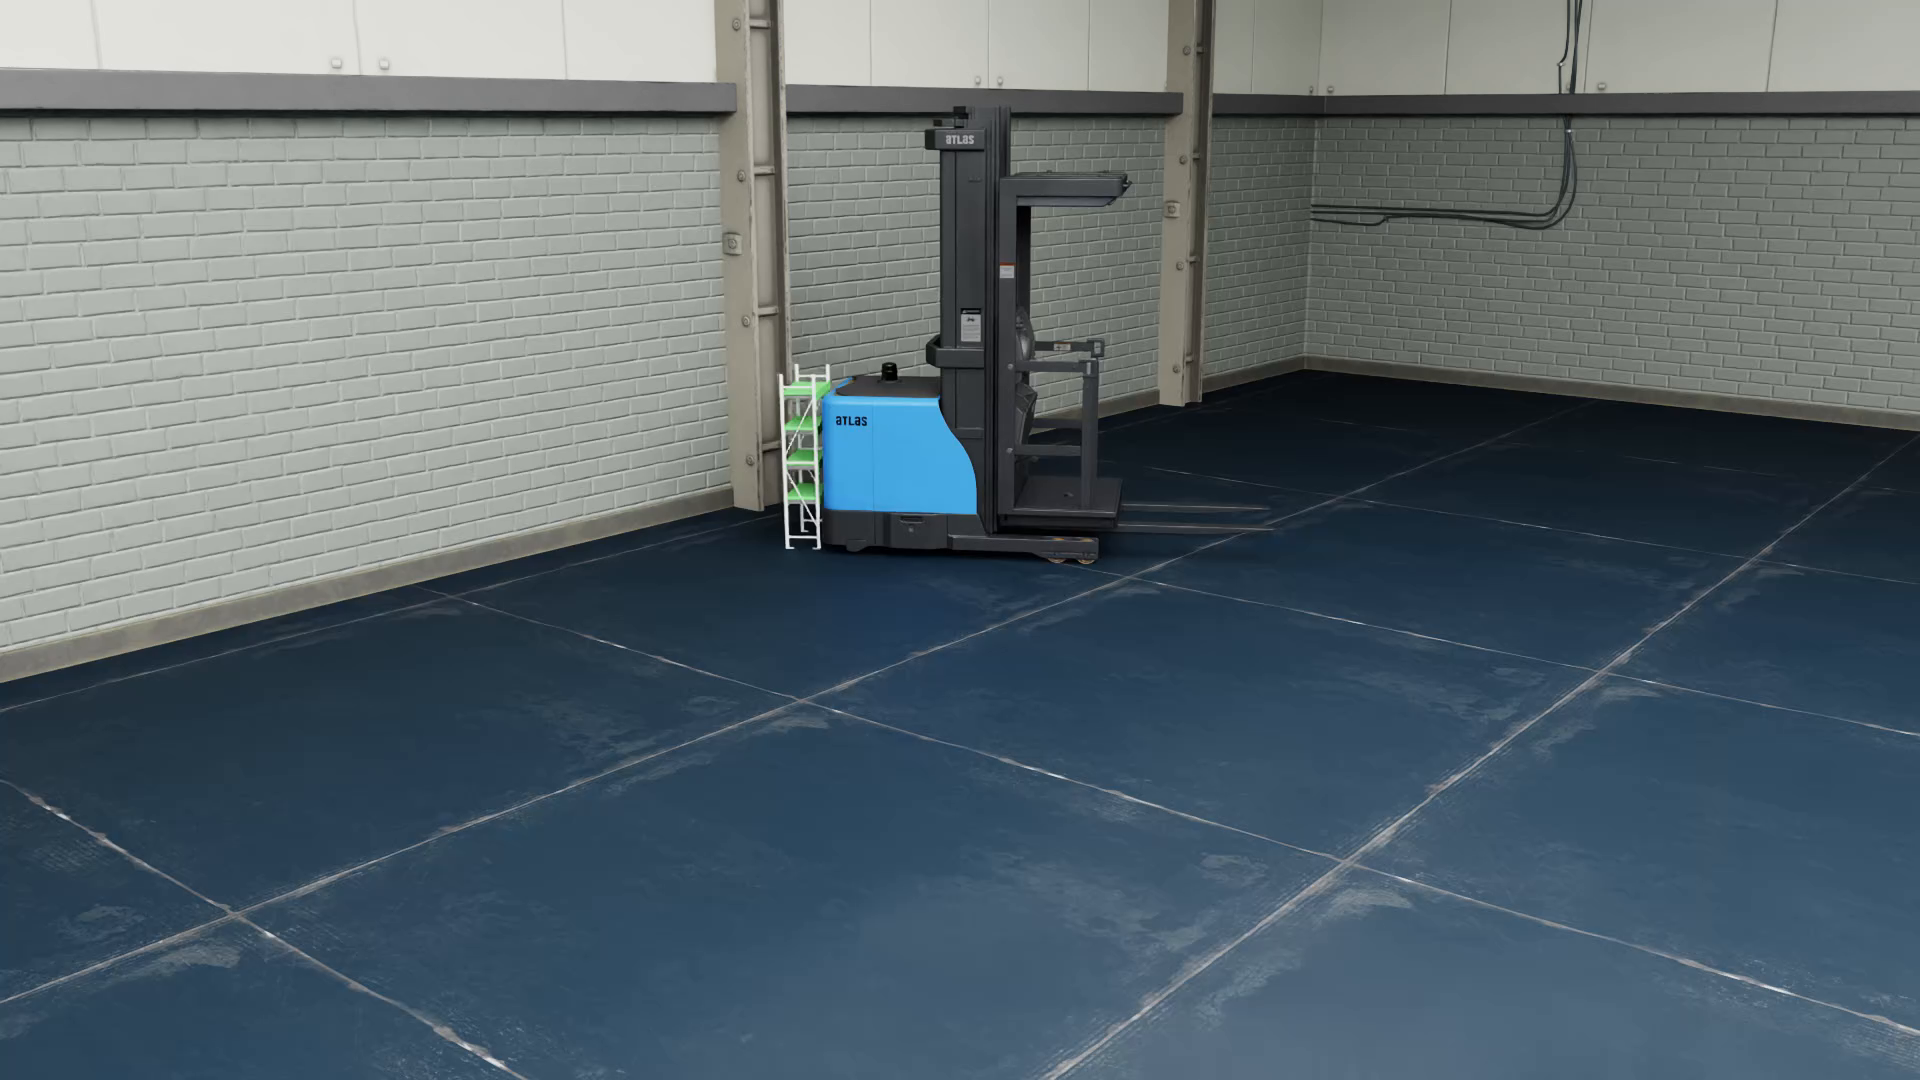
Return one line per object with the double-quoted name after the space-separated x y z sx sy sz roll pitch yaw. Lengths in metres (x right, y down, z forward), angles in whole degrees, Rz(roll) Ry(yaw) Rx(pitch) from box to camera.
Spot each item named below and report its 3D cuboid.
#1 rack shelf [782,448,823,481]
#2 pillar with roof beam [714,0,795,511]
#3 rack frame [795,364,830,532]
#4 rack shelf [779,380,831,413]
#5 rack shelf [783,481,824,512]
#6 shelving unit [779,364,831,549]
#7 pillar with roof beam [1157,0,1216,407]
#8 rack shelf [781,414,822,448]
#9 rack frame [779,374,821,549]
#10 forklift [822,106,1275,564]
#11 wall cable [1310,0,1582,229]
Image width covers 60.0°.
-1.049 -0.518 11.479 0.258 0.148 0.480 1 14 7 "rack shelf"
1.849 -3.970 8.975 9.100 9.000 0.400 11 18 38 "pillar with roof beam"
-1.020 -0.640 11.698 0.240 1.200 0.015 1 14 7 "rack frame"
-1.054 -0.984 11.362 0.258 0.148 0.480 1 14 7 "rack shelf"
-1.046 -0.286 11.538 0.258 0.148 0.480 1 14 7 "rack shelf"
-1.049 -0.580 11.464 0.258 1.200 0.503 1 14 7 "shelving unit"
5.620 -5.119 13.498 9.100 9.000 0.400 11 18 38 "pillar with roof beam"
-1.051 -0.751 11.421 0.258 0.148 0.480 1 14 7 "rack shelf"
-1.078 -0.521 11.229 0.240 1.200 0.015 1 14 7 "rack frame"
0.623 -1.401 11.184 3.031 2.935 1.130 2 14 7 "forklift"
5.152 -4.640 17.918 3.097 2.526 0.112 11 18 38 "wall cable"
